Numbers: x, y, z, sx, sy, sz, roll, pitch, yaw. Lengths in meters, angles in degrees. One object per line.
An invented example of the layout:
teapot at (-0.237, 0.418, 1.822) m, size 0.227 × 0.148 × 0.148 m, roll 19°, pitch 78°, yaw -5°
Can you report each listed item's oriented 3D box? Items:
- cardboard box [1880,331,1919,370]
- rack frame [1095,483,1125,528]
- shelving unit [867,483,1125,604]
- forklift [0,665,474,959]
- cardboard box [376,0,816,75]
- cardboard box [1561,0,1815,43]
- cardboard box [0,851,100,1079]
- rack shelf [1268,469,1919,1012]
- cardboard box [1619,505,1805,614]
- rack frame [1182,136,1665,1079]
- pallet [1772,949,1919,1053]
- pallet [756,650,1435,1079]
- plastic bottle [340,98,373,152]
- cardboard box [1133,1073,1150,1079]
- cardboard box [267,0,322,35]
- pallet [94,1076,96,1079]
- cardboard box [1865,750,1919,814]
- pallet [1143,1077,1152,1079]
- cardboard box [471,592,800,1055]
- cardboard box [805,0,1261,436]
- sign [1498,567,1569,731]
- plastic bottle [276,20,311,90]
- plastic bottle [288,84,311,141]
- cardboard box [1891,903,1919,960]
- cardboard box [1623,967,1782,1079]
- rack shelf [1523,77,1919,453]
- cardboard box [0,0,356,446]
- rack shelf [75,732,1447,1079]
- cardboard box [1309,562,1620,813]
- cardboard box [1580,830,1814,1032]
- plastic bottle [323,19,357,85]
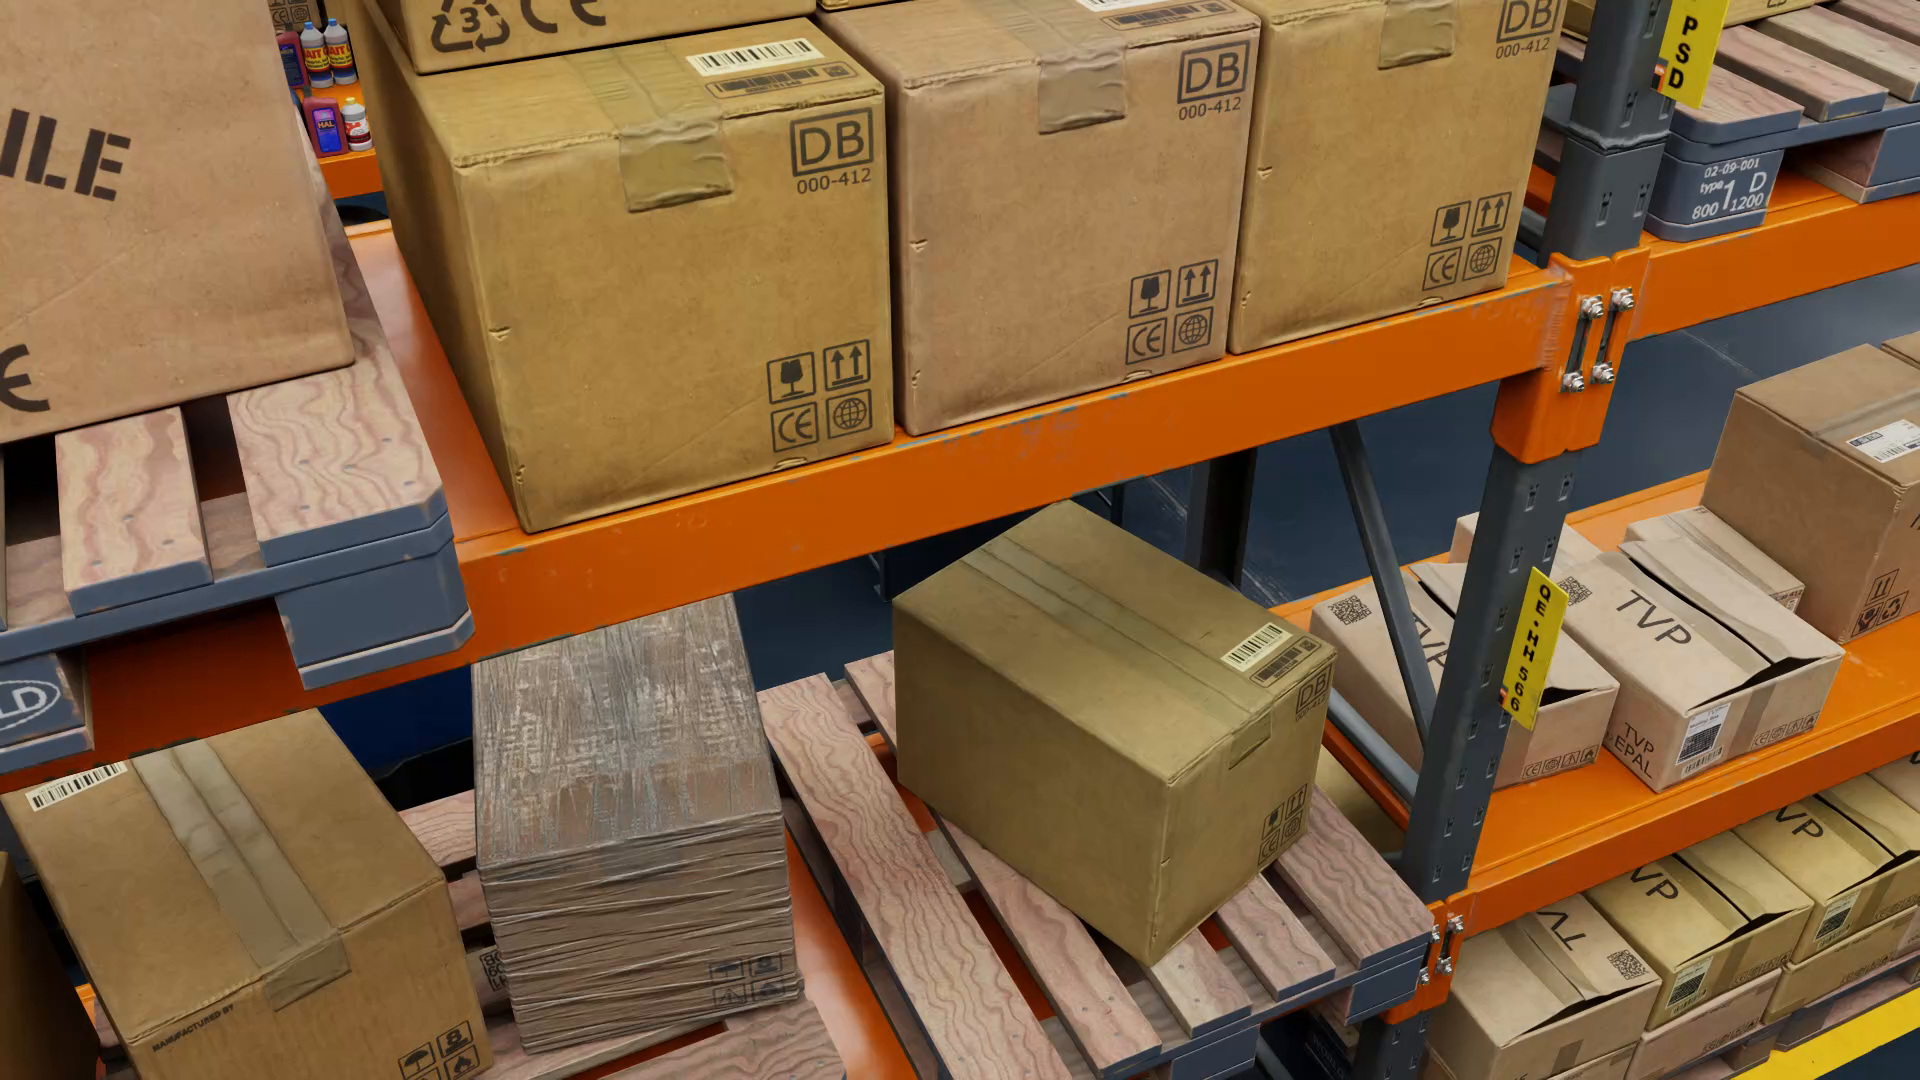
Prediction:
cardboard box at (2.798, -0.262, 4.501) m, size 0.500 × 0.500 × 0.500 m, roll -16°, pitch 39°, yaw -20°
rack frame at (0.537, -0.753, 6.506) m, size 0.032 × 1.500 × 0.500 m, roll -16°, pitch 39°, yaw -20°
shelving unit at (0.077, -0.624, 6.332) m, size 1.048 × 1.500 × 0.538 m, roll -16°, pitch 39°, yaw -20°
forklift at (-2.962, -0.180, 4.533) m, size 3.031 × 2.935 × 1.130 m, roll -19°, pitch 40°, yaw -23°
cardboard box at (-0.512, -0.936, 2.053) m, size 0.500 × 0.500 × 0.500 m, roll -16°, pitch 39°, yaw -20°
cardboard box at (1.196, -1.113, 2.988) m, size 0.500 × 0.250 × 0.500 m, roll -19°, pitch 40°, yaw -23°
cardboard box at (-1.692, 0.941, 2.527) m, size 0.500 × 0.500 × 0.700 m, roll -10°, pitch 38°, yaw -13°
rack shelf at (2.620, 0.128, 4.664) m, size 4.000 × 0.370 × 1.077 m, roll -16°, pitch 39°, yaw -20°
cardboard box at (1.940, 0.093, 4.318) m, size 0.250 × 0.149 × 0.380 m, roll -13°, pitch 38°, yaw -17°
rack frame at (0.809, 0.345, 3.767) m, size 0.127 × 3.000 × 1.000 m, roll -16°, pitch 39°, yaw -20°
pallet at (2.674, 0.971, 5.263) m, size 1.213 × 0.211 × 1.003 m, roll -16°, pitch 39°, yaw -20°
pallet at (0.225, 0.632, 3.542) m, size 1.003 × 0.211 × 1.213 m, roll -16°, pitch 39°, yaw -20°
plastic bottle at (-2.415, -1.665, 6.643) m, size 0.097 × 0.201 × 0.097 m, roll 0°, pitch 37°, yaw 0°
cardboard box at (0.276, 1.134, 4.433) m, size 0.500 × 0.500 × 0.500 m, roll -14°, pitch 39°, yaw -18°
cardboard box at (-4.840, -3.928, 10.960) m, size 0.875 × 0.875 × 1.225 m, roll -15°, pitch 39°, yaw -20°
pallet at (-2.042, 1.291, 2.652) m, size 1.213 × 0.211 × 1.003 m, roll -16°, pitch 39°, yaw -20°
cardboard box at (2.808, 0.686, 4.793) m, size 0.500 × 0.311 × 0.500 m, roll -16°, pitch 39°, yaw -21°
pallet at (0.117, 1.634, 4.370) m, size 1.213 × 0.211 × 1.003 m, roll -16°, pitch 39°, yaw -20°
cardboard box at (-0.622, 0.485, 3.142) m, size 0.500 × 0.500 × 0.700 m, roll -9°, pitch 37°, yaw -11°
cardboard box at (-0.033, -0.642, 2.496) m, size 0.500 × 0.500 × 0.910 m, roll -16°, pitch 39°, yaw -20°
sign at (1.048, 0.202, 3.054) m, size 0.005 × 0.325 × 0.100 m, roll -16°, pitch 39°, yaw -20°
plastic bottle at (-2.886, -2.077, 7.130) m, size 0.133 × 0.283 × 0.061 m, roll -16°, pitch 39°, yaw -20°
plastic bottle at (-2.673, -1.668, 6.522) m, size 0.185 × 0.351 × 0.144 m, roll -16°, pitch 39°, yaw -20°
cardboard box at (2.795, 0.915, 4.955) m, size 0.500 × 0.250 × 0.500 m, roll -15°, pitch 39°, yaw -19°
cardboard box at (1.863, 1.179, 4.598) m, size 0.500 × 0.250 × 0.500 m, roll -17°, pitch 40°, yaw -21°
rack shelf at (2.620, -1.077, 3.770) m, size 4.000 × 0.370 × 1.077 m, roll -16°, pitch 39°, yaw -20°
cardboard box at (-1.118, -0.523, 1.899) m, size 0.600 × 0.600 × 0.600 m, roll -17°, pitch 40°, yaw -22°
rack shelf at (-1.001, 1.140, 3.298) m, size 4.000 × 0.370 × 1.077 m, roll -16°, pitch 39°, yaw -20°
cardboard box at (1.157, 0.312, 3.886) m, size 0.500 × 0.311 × 0.500 m, roll -13°, pitch 39°, yaw -17°
cardboard box at (1.880, 0.944, 4.444) m, size 0.500 × 0.311 × 0.500 m, roll -17°, pitch 40°, yaw -21°
plastic bottle at (-2.686, -2.116, 7.193) m, size 0.097 × 0.271 × 0.097 m, roll 0°, pitch 37°, yaw 0°
